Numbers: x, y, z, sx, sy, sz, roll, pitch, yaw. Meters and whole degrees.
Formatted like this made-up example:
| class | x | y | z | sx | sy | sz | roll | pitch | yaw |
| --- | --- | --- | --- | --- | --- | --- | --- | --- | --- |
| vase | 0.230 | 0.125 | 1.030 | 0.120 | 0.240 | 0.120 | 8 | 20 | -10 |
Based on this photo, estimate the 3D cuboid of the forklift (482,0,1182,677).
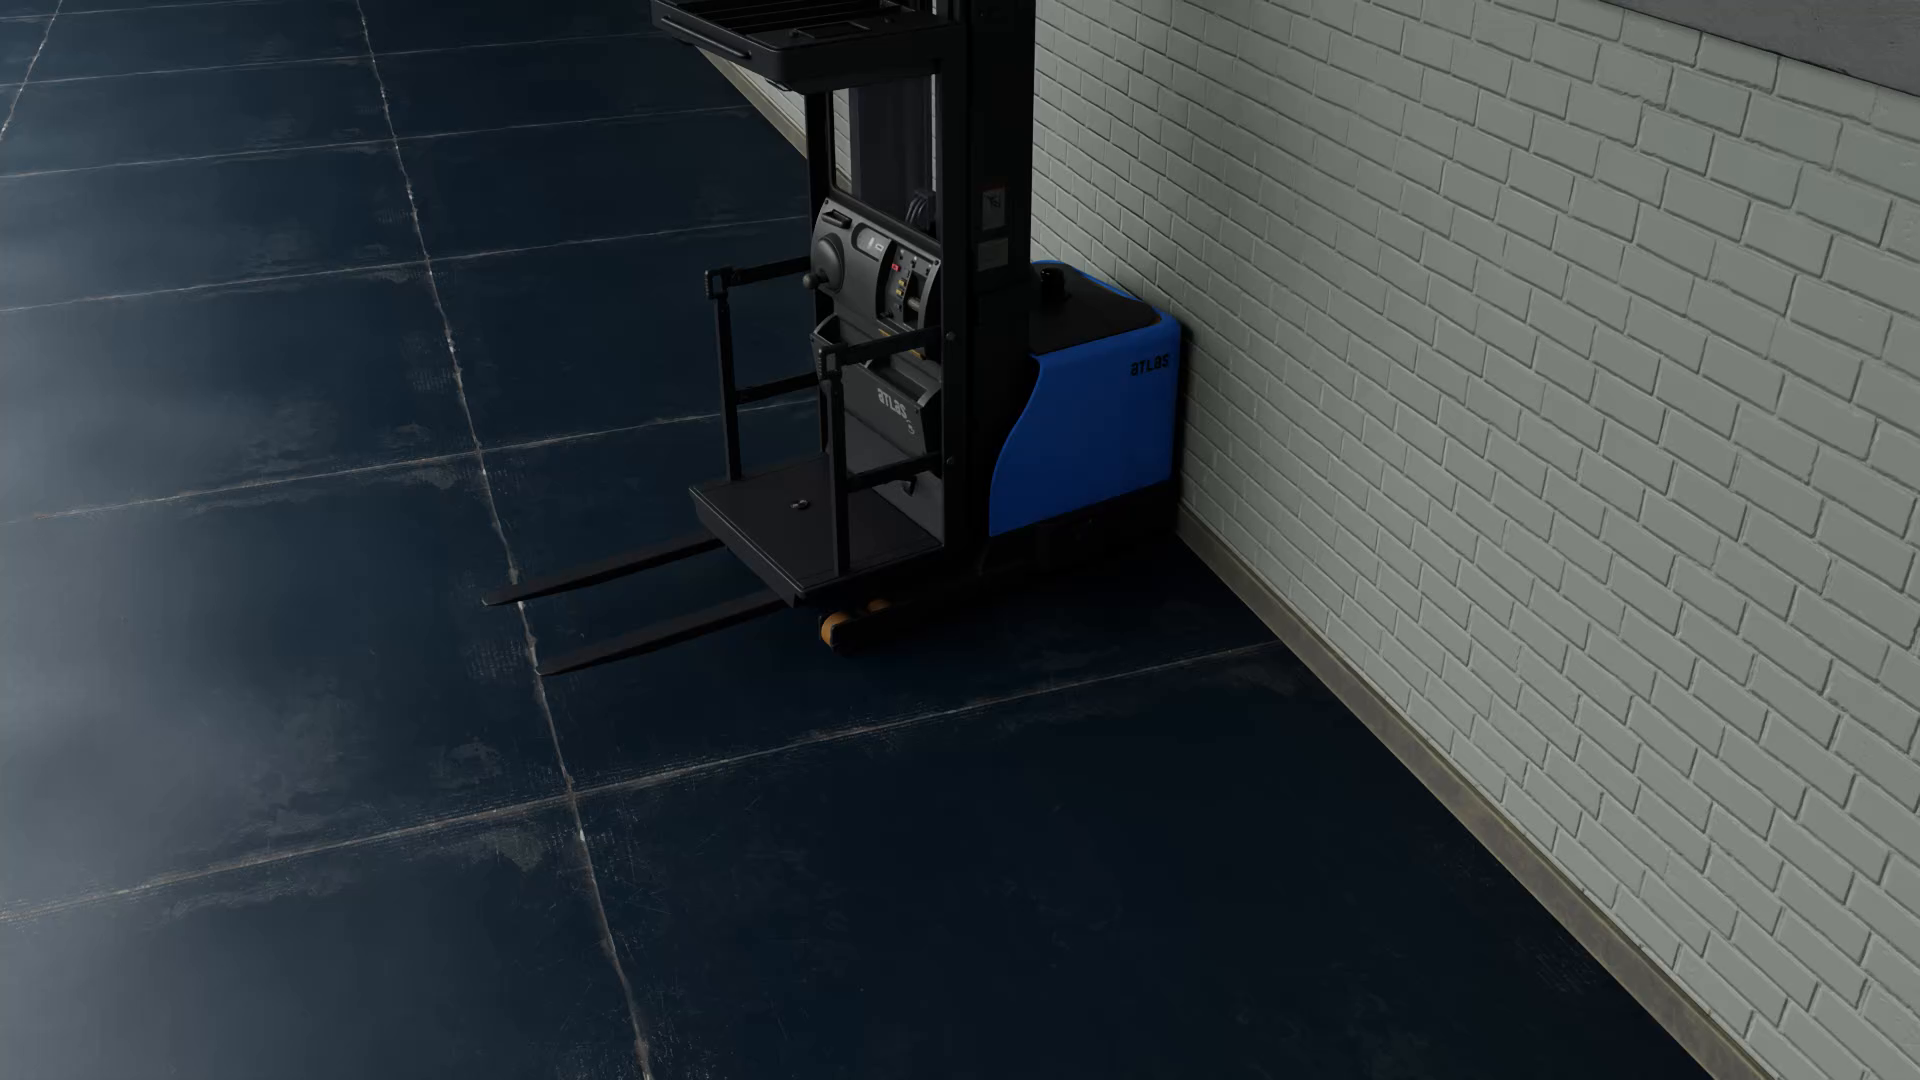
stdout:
| class | x | y | z | sx | sy | sz | roll | pitch | yaw |
| --- | --- | --- | --- | --- | --- | --- | --- | --- | --- |
| forklift | -0.527 | -1.105 | 6.728 | 3.031 | 2.935 | 1.130 | -18 | 34 | -28 |
